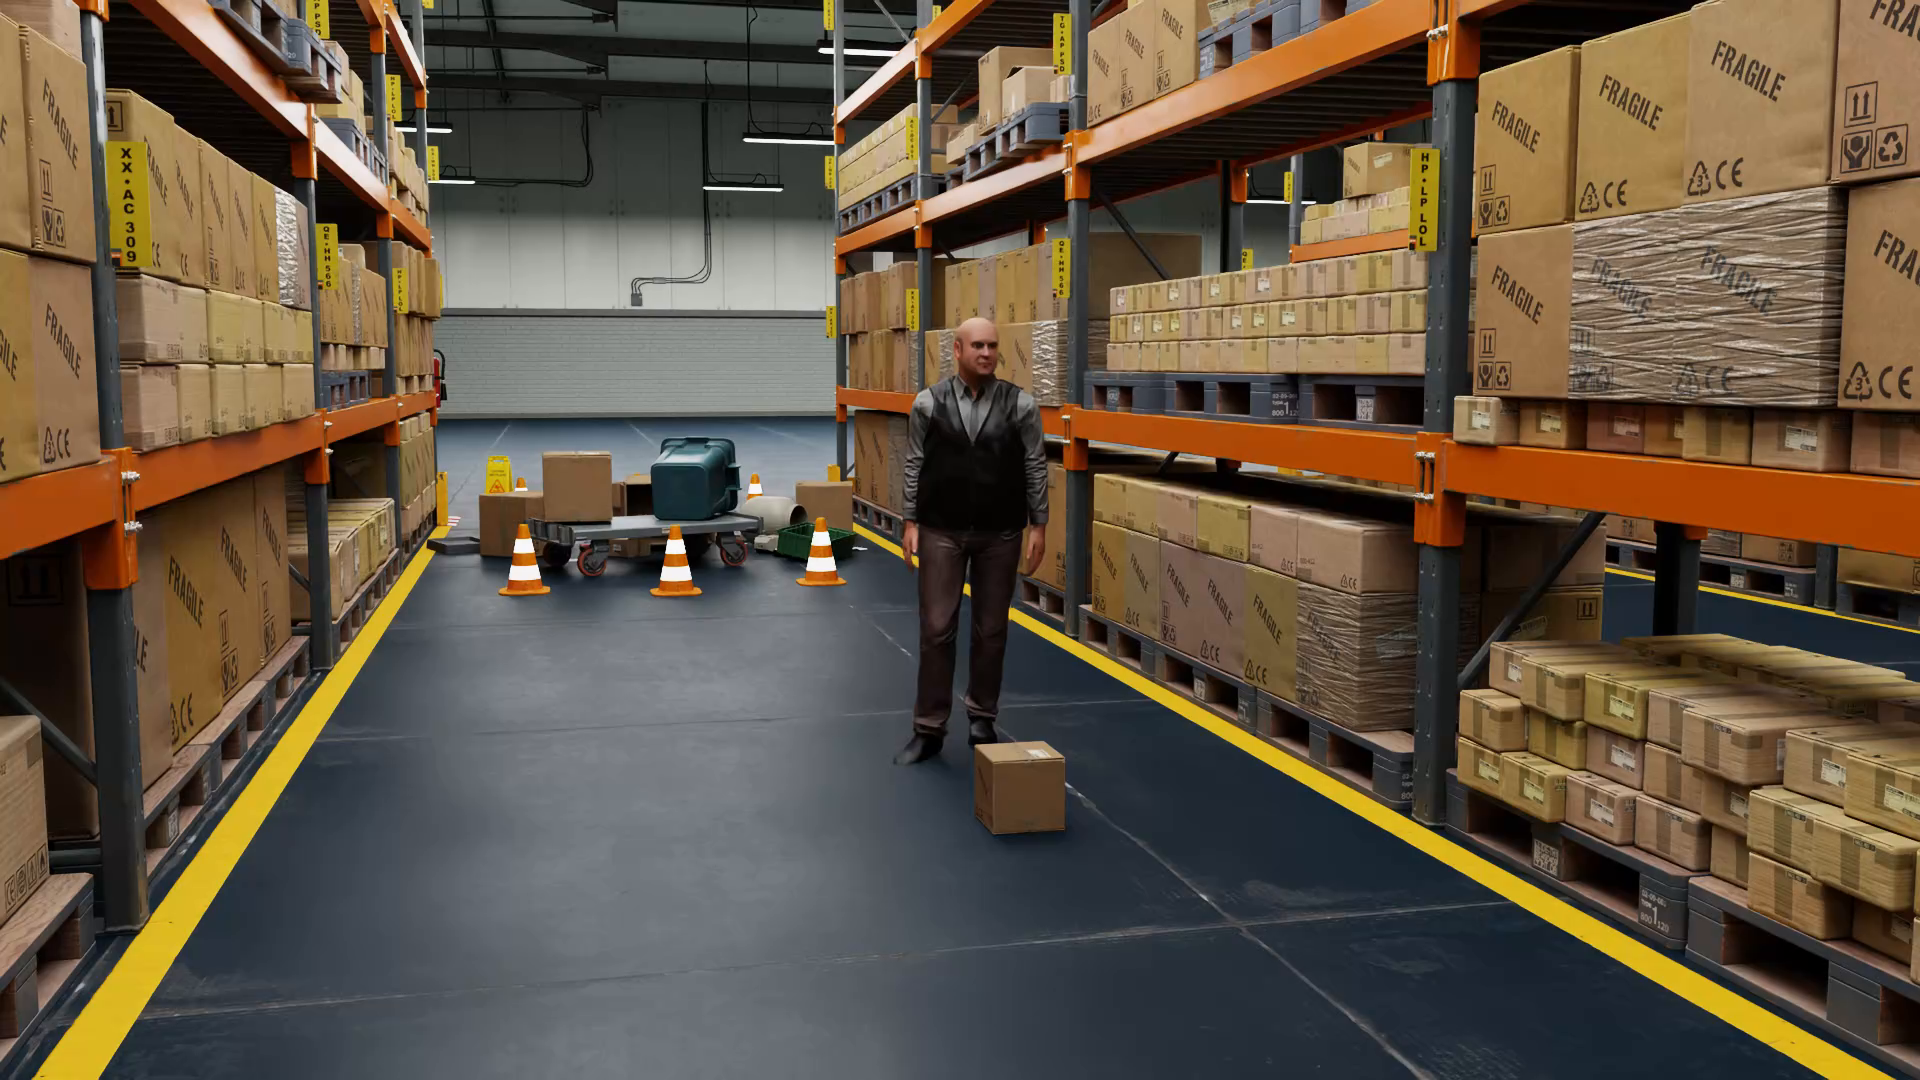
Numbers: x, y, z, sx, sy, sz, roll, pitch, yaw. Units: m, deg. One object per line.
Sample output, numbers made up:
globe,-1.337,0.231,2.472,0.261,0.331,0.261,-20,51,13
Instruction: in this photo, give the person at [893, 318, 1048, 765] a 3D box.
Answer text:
person,0.039,0.008,6.615,0.622,1.769,0.499,0,6,-1
